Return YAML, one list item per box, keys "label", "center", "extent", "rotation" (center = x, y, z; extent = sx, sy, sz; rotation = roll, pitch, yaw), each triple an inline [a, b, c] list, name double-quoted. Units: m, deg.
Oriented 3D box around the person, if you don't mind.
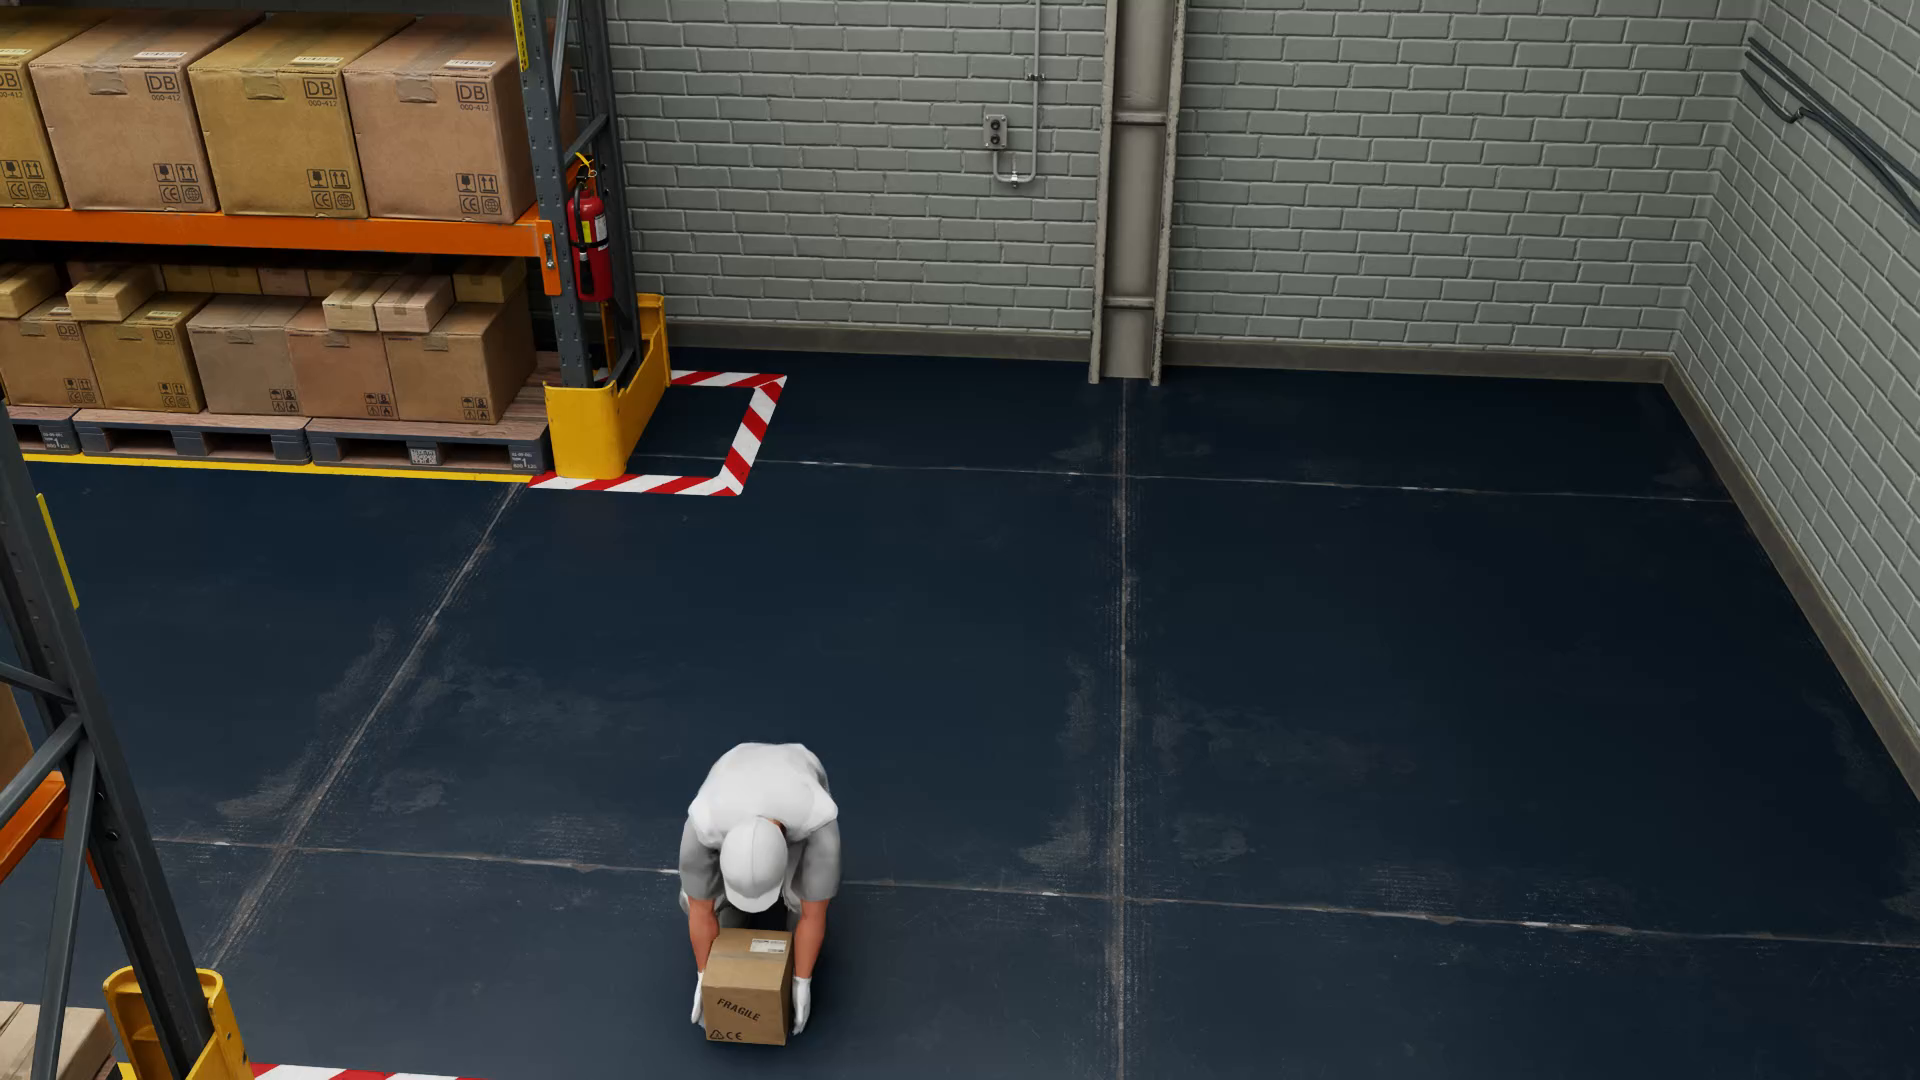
- label: "person"
  center: [-0.637, 1.039, 5.393]
  extent: [0.558, 0.883, 0.899]
  rotation: [2, 32, 4]
